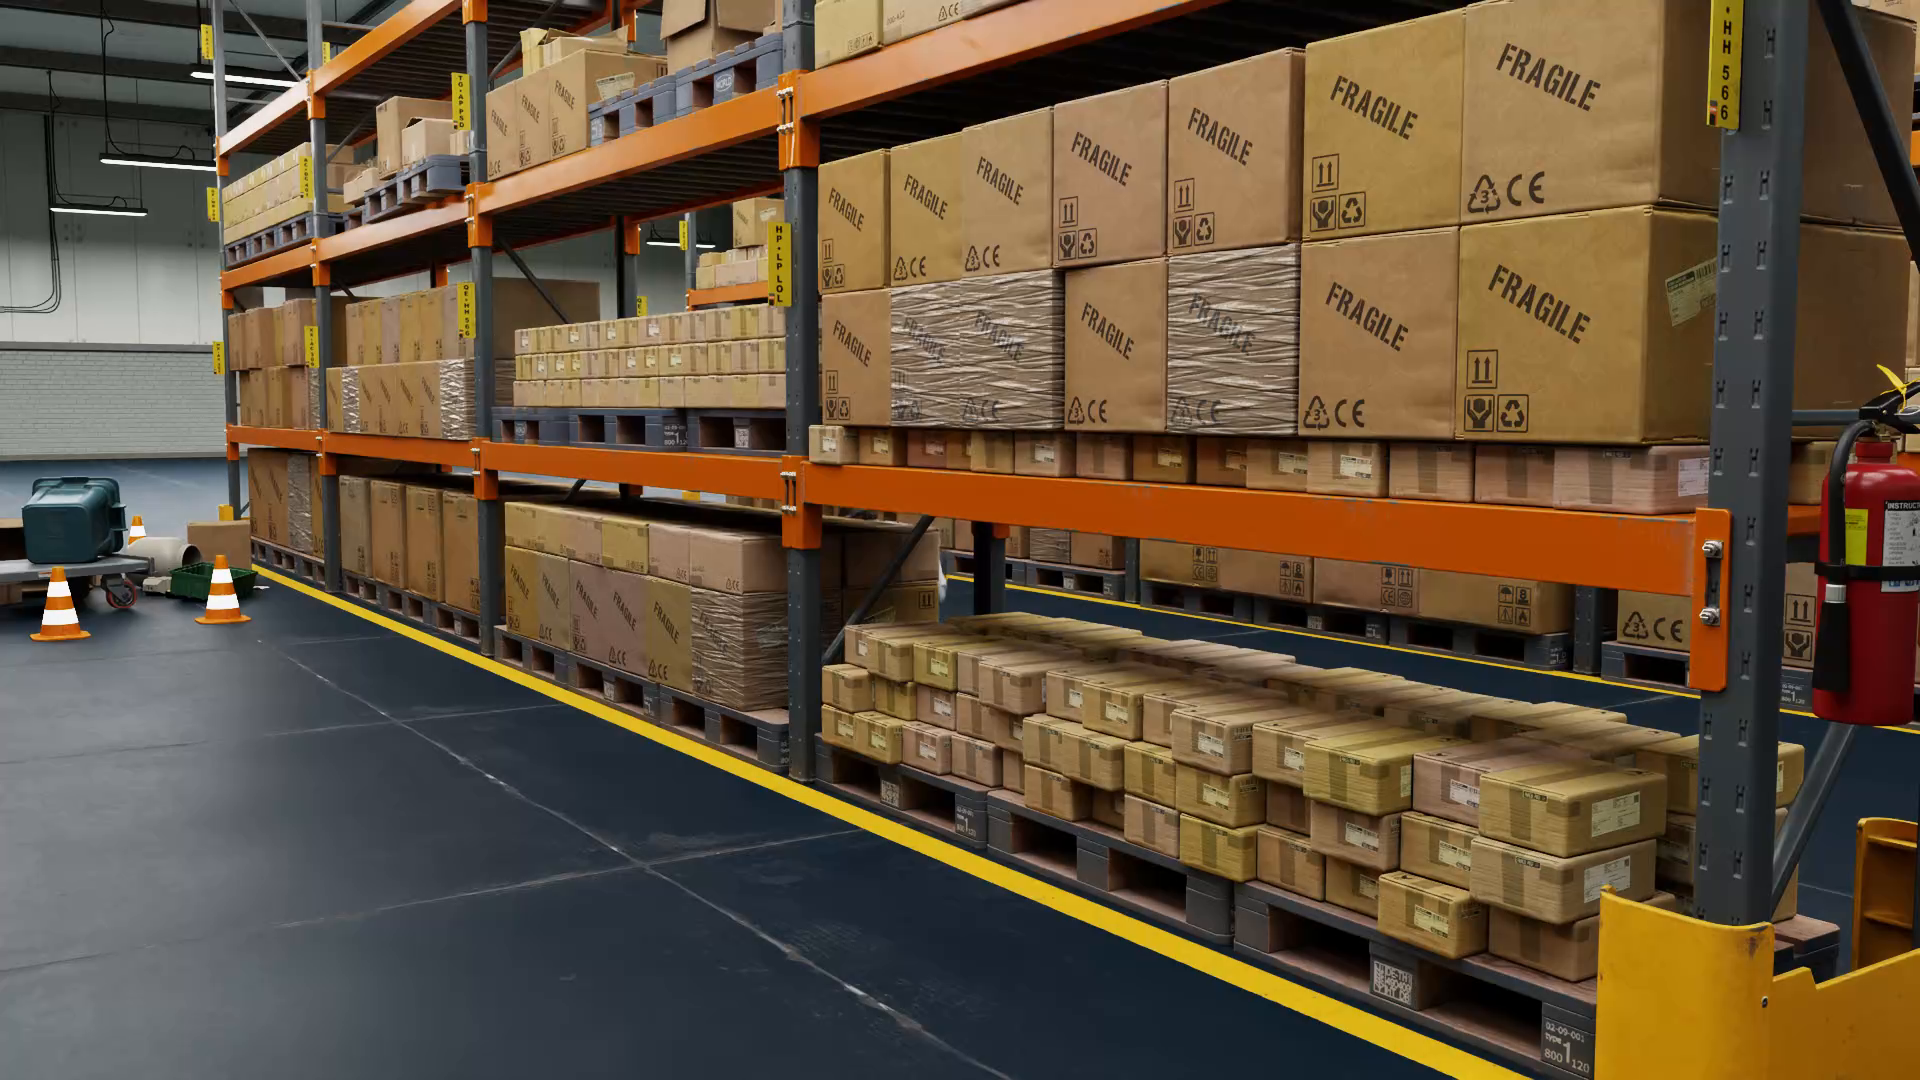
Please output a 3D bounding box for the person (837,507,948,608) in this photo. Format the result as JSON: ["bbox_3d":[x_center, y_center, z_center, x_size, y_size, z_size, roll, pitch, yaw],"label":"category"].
[{"bbox_3d":[-0.428,0.241,9.961,0.497,0.964,0.821,-3,6,-34],"label":"person"}]
